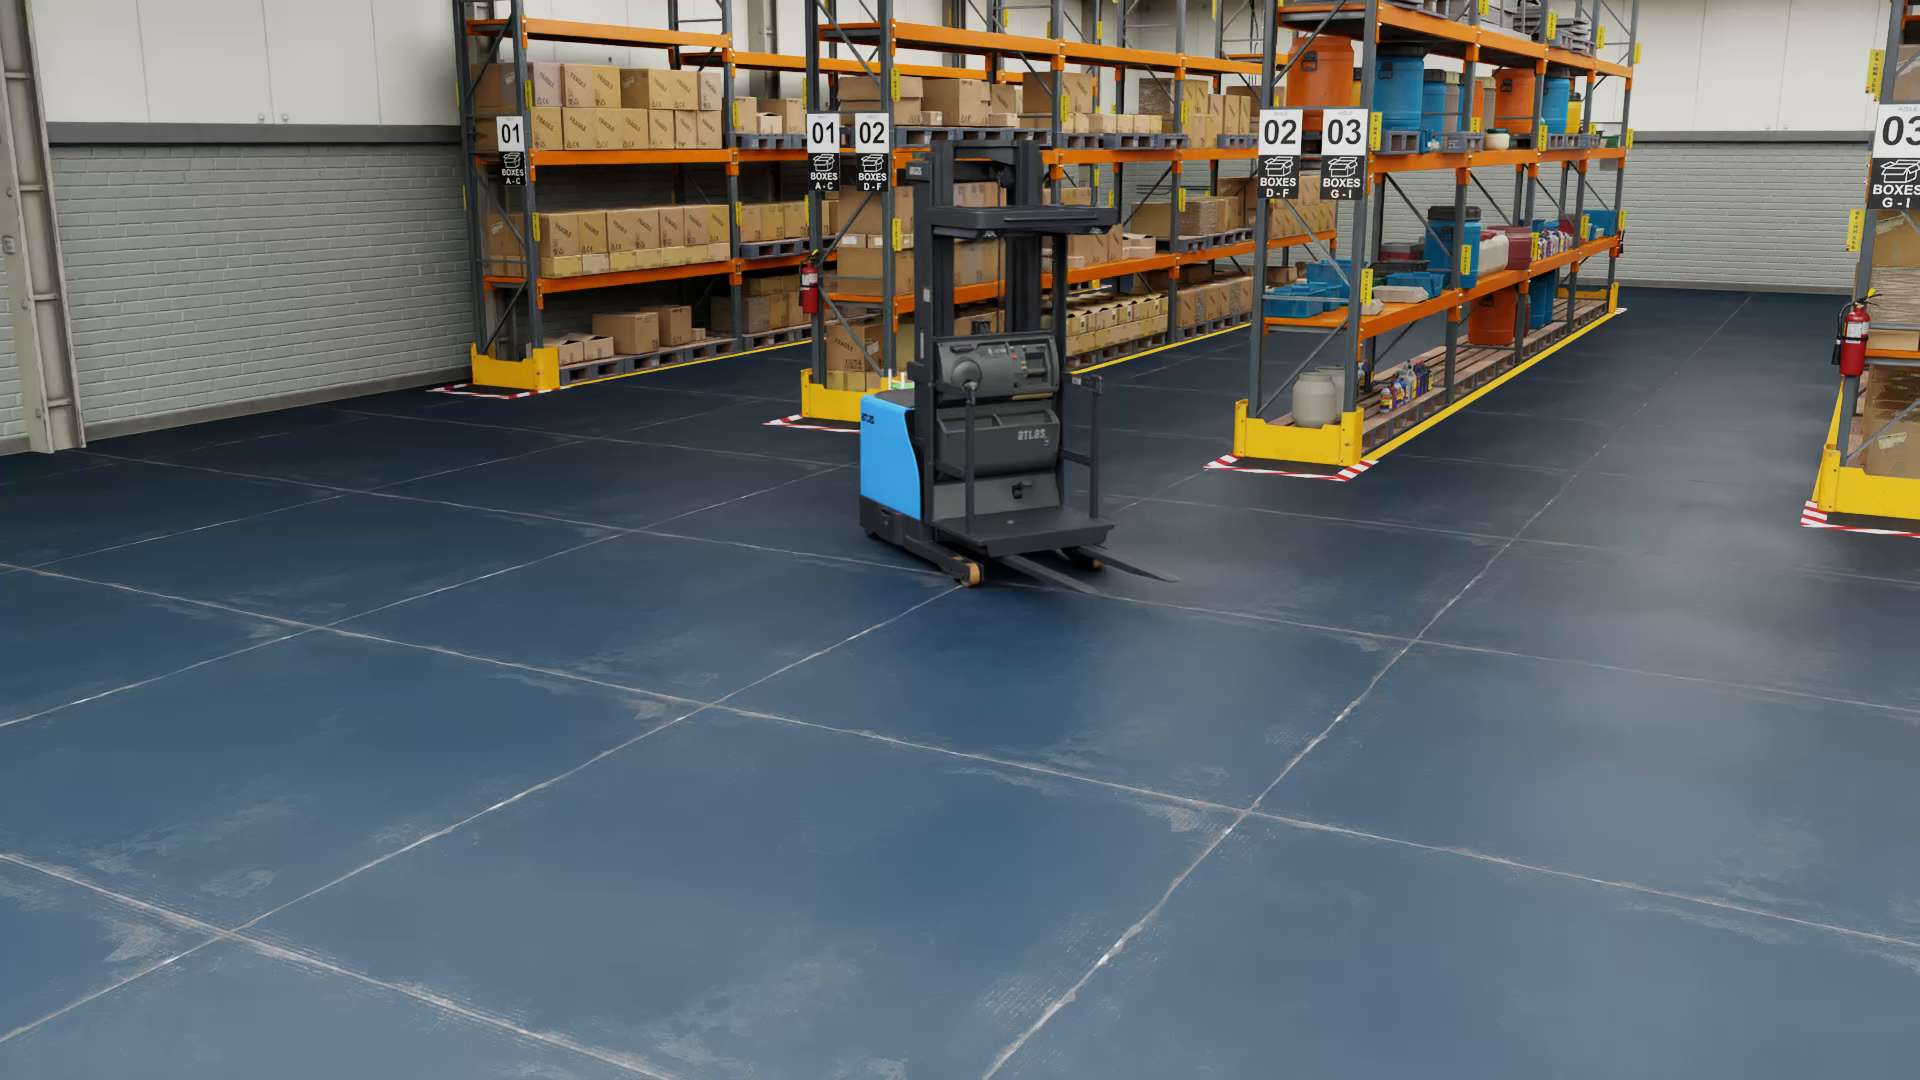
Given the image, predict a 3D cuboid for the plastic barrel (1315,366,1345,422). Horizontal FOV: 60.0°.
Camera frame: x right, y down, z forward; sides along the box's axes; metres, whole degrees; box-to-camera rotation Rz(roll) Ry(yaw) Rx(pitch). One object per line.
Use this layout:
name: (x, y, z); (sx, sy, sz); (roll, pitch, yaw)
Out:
plastic barrel: (3.687, -1.456, 16.585); (0.421, 0.512, 0.421); (0, 14, 0)

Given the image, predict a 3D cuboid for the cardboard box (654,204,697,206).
cardboard box: (-3.955, -4.387, 23.006); (0.500, 0.500, 0.500); (7, 15, 27)

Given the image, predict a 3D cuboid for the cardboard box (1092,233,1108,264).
cardboard box: (1.675, -4.013, 22.564); (0.500, 0.500, 0.500); (7, 15, 28)

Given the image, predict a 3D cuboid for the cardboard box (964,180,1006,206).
cardboard box: (0.341, -4.081, 20.081); (0.700, 0.500, 0.500); (7, 15, 28)

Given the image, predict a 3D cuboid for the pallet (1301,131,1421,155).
pallet: (3.679, -3.740, 15.649); (1.003, 0.211, 1.213); (7, 15, 28)

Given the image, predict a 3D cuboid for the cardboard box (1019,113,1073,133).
cardboard box: (1.099, -5.312, 21.192); (0.500, 0.250, 0.500); (9, 16, 34)

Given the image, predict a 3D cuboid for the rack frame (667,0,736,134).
rack frame: (-3.545, -7.074, 22.677); (1.000, 3.000, 0.127); (7, 15, 28)

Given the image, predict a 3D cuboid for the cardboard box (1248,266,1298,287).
cardboard box: (5.564, -4.625, 29.706); (0.797, 0.503, 0.637); (7, 15, 28)

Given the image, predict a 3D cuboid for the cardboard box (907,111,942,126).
cardboard box: (-0.418, -4.607, 18.182); (0.380, 0.149, 0.250); (7, 15, 28)

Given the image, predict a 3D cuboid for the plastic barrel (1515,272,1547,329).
plastic barrel: (8.374, -3.606, 24.672); (0.600, 0.901, 0.708); (7, 15, 28)

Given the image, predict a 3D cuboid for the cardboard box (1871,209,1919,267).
cardboard box: (7.579, -2.474, 13.413); (0.500, 0.500, 0.500); (7, 15, 28)

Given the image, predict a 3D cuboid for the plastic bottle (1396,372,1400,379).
plastic bottle: (4.717, -1.665, 17.896); (0.061, 0.283, 0.133); (7, 15, 28)

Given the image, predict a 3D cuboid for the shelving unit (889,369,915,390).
shelving unit: (-0.275, -0.748, 13.077); (0.503, 1.200, 0.258); (-7, 15, -27)

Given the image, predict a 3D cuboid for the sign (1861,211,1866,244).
sign: (8.975, -3.099, 16.519); (0.100, 0.325, 0.005); (7, 15, 28)

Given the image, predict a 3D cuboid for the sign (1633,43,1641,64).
sign: (11.418, -8.198, 28.027); (0.100, 0.325, 0.005); (7, 15, 28)

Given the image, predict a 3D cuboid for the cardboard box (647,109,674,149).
cardboard box: (-4.063, -5.323, 21.555); (0.500, 0.500, 0.500); (7, 15, 26)

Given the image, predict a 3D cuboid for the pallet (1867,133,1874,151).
pallet: (11.661, -4.800, 20.044); (1.213, 0.211, 1.003); (8, 16, 31)

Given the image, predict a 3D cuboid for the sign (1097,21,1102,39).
sign: (2.724, -9.965, 32.503); (0.100, 0.325, 0.005); (7, 15, 28)

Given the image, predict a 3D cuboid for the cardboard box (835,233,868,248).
cardboard box: (-1.123, -3.241, 17.978); (0.380, 0.149, 0.250); (7, 15, 27)

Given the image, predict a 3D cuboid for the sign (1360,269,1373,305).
sign: (3.673, -2.286, 15.026); (0.100, 0.325, 0.005); (7, 15, 28)

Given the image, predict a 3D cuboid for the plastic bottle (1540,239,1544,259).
plastic bottle: (8.151, -4.083, 23.320); (0.061, 0.283, 0.133); (7, 15, 28)

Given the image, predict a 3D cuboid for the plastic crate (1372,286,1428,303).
plastic crate: (4.564, -2.545, 17.254); (0.530, 0.136, 0.437); (7, 15, 28)

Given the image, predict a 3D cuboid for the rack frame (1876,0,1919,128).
rack frame: (7.529, -4.570, 12.290); (1.000, 3.000, 0.127); (7, 15, 28)

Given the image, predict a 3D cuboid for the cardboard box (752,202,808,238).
cardboard box: (-2.702, -4.773, 24.781); (0.700, 0.500, 0.500); (10, 17, 36)

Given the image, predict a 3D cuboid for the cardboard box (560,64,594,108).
cardboard box: (-4.794, -5.489, 20.110); (0.500, 0.500, 0.500); (7, 15, 27)

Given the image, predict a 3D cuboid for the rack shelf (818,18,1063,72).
rack shelf: (-0.174, -5.559, 18.782); (1.077, 0.370, 4.000); (7, 15, 28)

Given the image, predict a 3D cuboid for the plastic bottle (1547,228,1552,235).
plastic bottle: (8.710, -4.444, 24.670); (0.144, 0.351, 0.185); (7, 15, 28)

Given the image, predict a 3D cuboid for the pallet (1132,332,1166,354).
pallet: (2.294, -2.898, 24.104); (1.003, 0.211, 1.213); (7, 15, 28)

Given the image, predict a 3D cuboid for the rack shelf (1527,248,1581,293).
rack shelf: (8.028, -3.917, 23.915); (1.077, 0.370, 4.000); (7, 15, 28)

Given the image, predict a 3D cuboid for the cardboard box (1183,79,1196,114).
cardboard box: (3.189, -6.604, 24.781); (0.500, 0.500, 0.500); (7, 15, 28)

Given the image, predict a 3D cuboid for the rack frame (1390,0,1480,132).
rack frame: (5.127, -5.952, 18.021); (1.000, 3.000, 0.127); (7, 15, 28)

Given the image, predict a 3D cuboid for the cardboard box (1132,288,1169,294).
cardboard box: (2.973, -3.635, 25.607); (0.500, 0.500, 0.500); (8, 16, 30)

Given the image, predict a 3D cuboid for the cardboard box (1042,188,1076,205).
cardboard box: (1.676, -6.509, 32.494); (0.980, 0.700, 0.700); (7, 15, 28)

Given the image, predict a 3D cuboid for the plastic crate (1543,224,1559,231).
plastic crate: (9.739, -5.100, 27.518); (0.416, 0.233, 0.300); (7, 15, 28)

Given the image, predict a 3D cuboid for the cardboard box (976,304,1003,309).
cardboard box: (0.508, -2.608, 20.323); (0.500, 0.500, 0.500); (7, 15, 28)

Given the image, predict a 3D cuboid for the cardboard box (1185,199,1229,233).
cardboard box: (3.860, -5.122, 26.270); (0.700, 0.500, 0.500); (3, 14, 14)

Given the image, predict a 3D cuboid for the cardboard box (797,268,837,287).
cardboard box: (-2.245, -4.078, 25.845); (0.500, 0.250, 0.500); (8, 16, 29)

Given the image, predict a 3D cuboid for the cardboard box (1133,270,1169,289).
cardboard box: (2.997, -4.012, 25.569); (0.500, 0.250, 0.500); (8, 16, 30)

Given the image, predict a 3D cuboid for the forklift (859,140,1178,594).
forklift: (0.373, -1.229, 11.377); (1.130, 2.935, 3.031); (-7, 15, -27)

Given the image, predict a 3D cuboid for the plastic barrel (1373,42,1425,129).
plastic barrel: (4.552, -4.750, 17.468); (0.600, 0.901, 0.708); (7, 15, 28)

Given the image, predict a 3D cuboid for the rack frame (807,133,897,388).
rack frame: (-1.141, -2.777, 17.651); (1.000, 3.000, 0.127); (7, 15, 28)

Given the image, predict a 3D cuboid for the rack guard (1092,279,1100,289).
rack guard: (2.267, -5.410, 33.906); (1.175, 0.500, 0.348); (7, 15, 28)

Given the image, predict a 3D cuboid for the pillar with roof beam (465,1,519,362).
pillar with roof beam: (-2.129, -6.008, 18.252); (9.100, 9.000, 0.400); (7, 15, 28)

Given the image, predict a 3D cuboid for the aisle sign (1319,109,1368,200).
aisle sign: (3.415, -3.431, 14.817); (0.394, 0.787, 0.004); (7, 15, 28)

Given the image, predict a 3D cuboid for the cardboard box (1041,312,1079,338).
cardboard box: (1.211, -2.794, 21.497); (0.500, 0.311, 0.500); (7, 15, 28)

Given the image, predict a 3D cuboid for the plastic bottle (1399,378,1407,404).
plastic bottle: (4.655, -1.571, 17.534); (0.097, 0.271, 0.097); (0, 14, 0)

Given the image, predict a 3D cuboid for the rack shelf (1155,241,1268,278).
rack shelf: (3.693, -4.479, 26.246); (1.077, 0.370, 4.000); (7, 15, 28)

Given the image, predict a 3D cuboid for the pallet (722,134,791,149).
pallet: (-3.154, -5.639, 23.526); (1.213, 0.211, 1.003); (7, 15, 28)

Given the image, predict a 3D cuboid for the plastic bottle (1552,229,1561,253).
plastic bottle: (8.747, -4.389, 24.445); (0.144, 0.351, 0.185); (7, 15, 28)

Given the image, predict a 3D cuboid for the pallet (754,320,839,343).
pallet: (-2.582, -3.214, 25.413); (1.003, 0.211, 1.213); (7, 15, 28)

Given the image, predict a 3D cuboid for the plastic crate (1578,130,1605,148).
plastic crate: (9.835, -6.295, 26.125); (0.497, 0.269, 0.590); (7, 15, 28)

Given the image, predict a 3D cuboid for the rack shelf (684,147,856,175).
rack shelf: (-2.579, -5.677, 24.815); (1.077, 0.370, 4.000); (7, 15, 28)

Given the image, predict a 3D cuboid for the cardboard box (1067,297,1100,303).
cardboard box: (1.721, -3.271, 23.475); (0.500, 0.311, 0.500); (7, 15, 27)

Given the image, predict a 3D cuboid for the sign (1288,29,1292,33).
sign: (6.119, -9.530, 30.701); (0.100, 0.325, 0.005); (7, 15, 28)

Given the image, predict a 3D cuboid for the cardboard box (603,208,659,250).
cardboard box: (-4.243, -4.015, 21.466); (0.500, 0.500, 0.500); (8, 16, 30)
